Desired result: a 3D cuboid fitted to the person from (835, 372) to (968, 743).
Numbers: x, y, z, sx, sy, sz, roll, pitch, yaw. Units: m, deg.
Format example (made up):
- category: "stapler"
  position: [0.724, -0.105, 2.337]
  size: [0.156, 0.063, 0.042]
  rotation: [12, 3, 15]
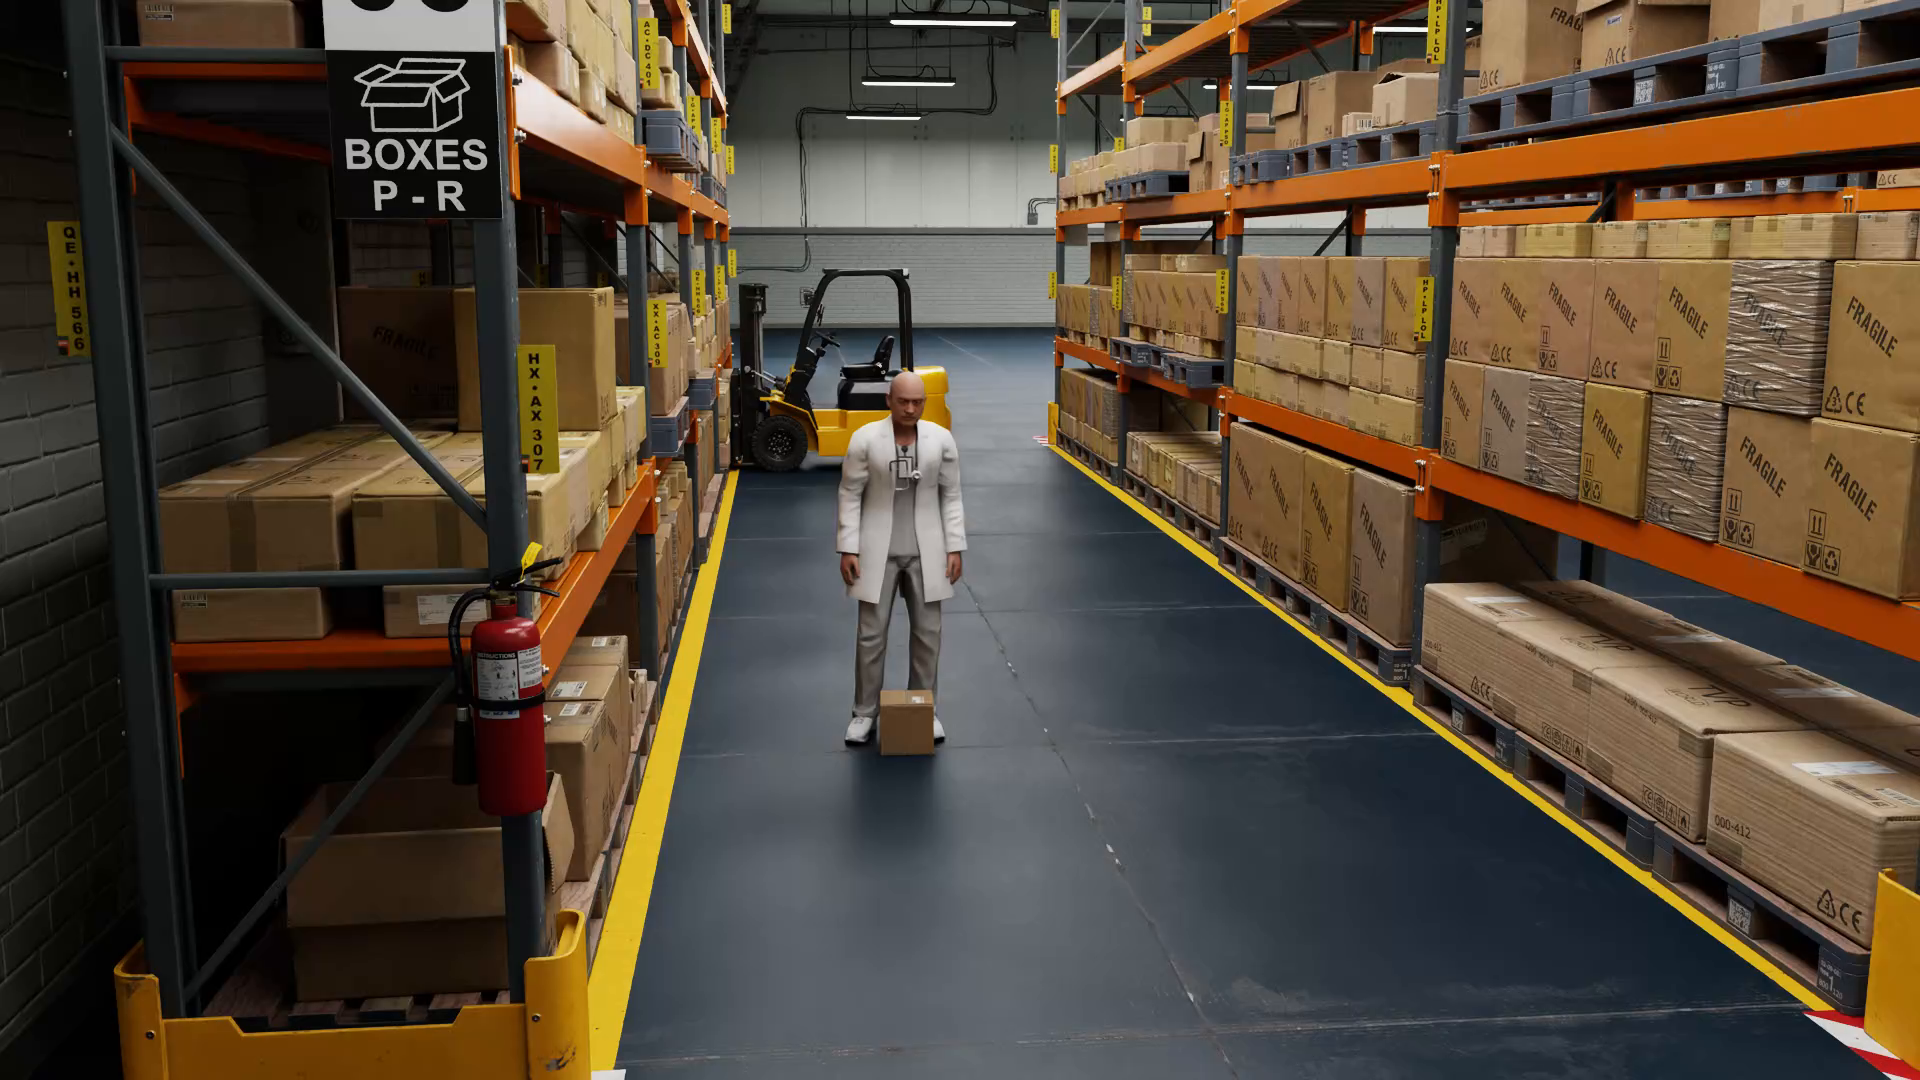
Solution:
- category: "person"
  position: [-0.280, 0.074, 8.019]
  size: [0.643, 1.772, 0.429]
  rotation: [-2, 10, -9]
